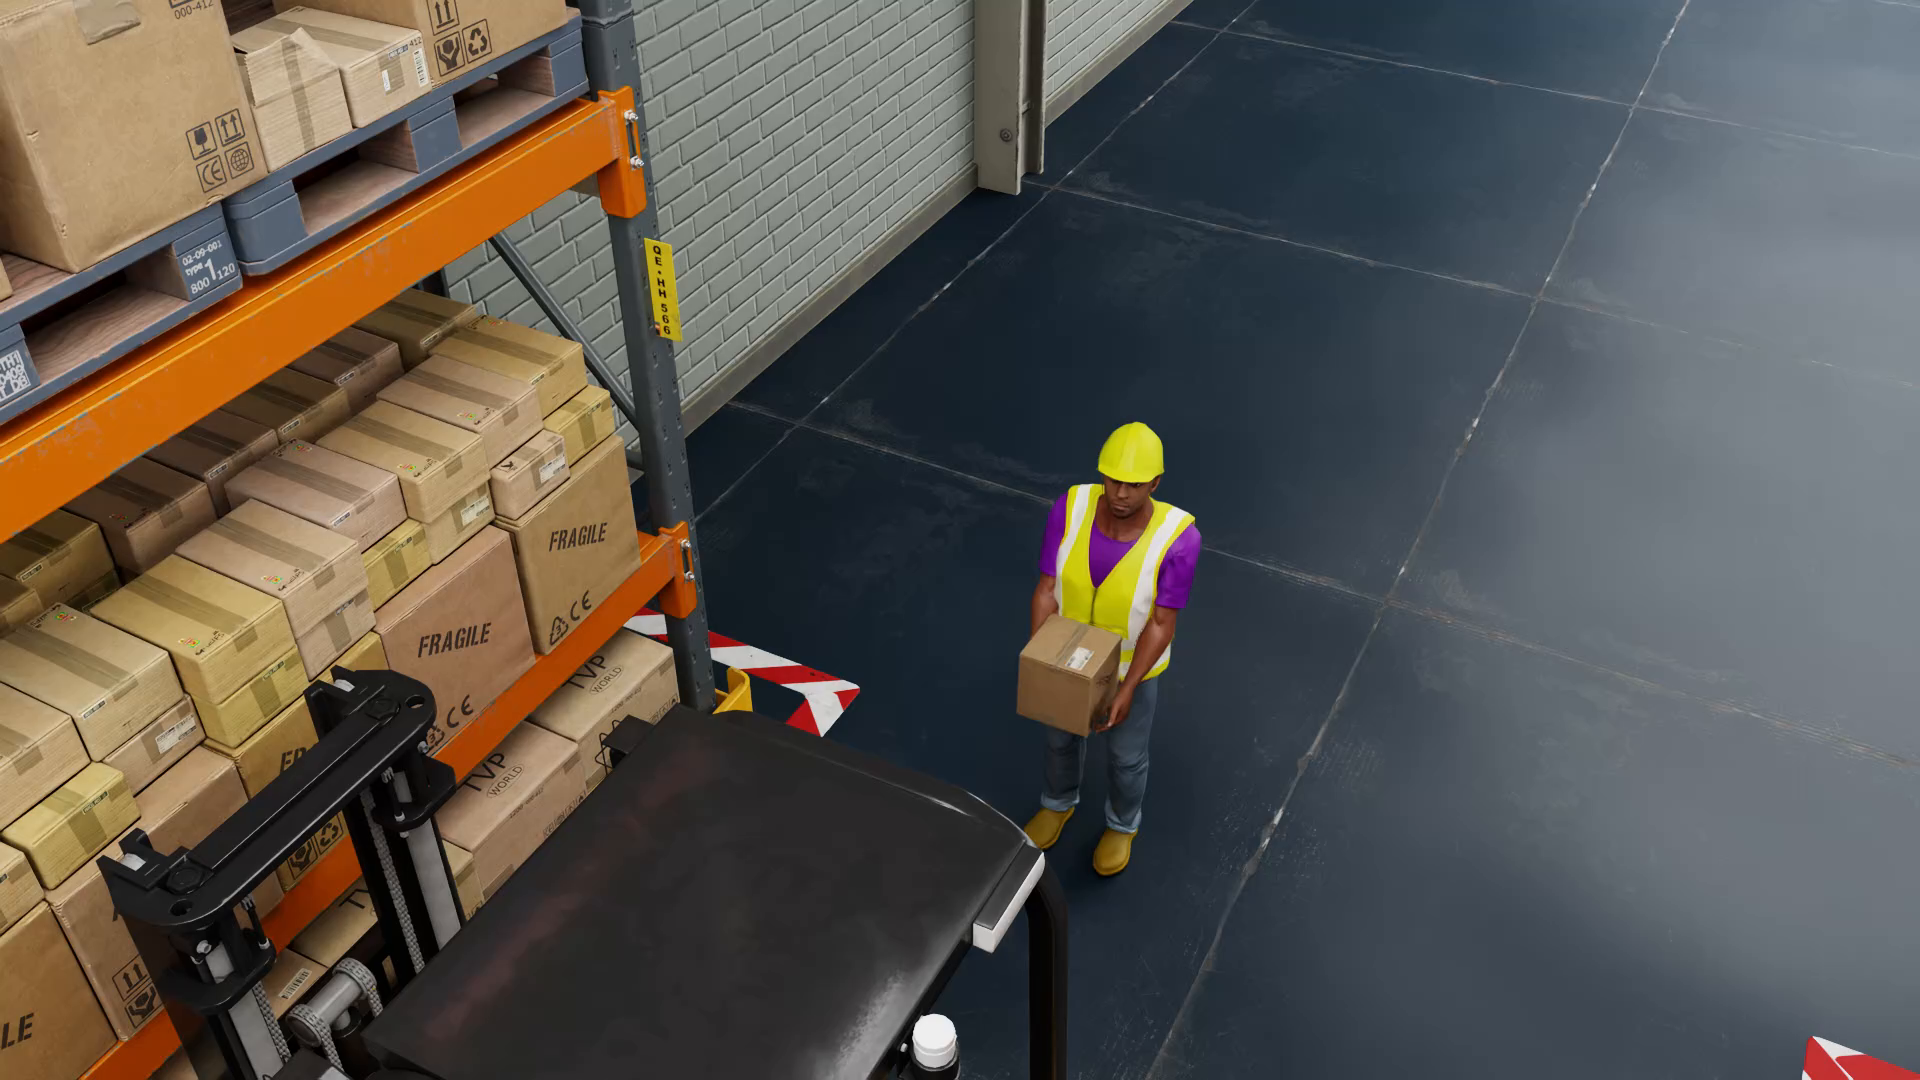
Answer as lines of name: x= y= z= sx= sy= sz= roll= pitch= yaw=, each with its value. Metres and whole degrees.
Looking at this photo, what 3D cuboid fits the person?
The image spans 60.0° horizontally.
person: x=0.482 y=0.389 z=5.628 sx=0.460 sy=1.769 sz=0.402 roll=15 pitch=40 yaw=19
